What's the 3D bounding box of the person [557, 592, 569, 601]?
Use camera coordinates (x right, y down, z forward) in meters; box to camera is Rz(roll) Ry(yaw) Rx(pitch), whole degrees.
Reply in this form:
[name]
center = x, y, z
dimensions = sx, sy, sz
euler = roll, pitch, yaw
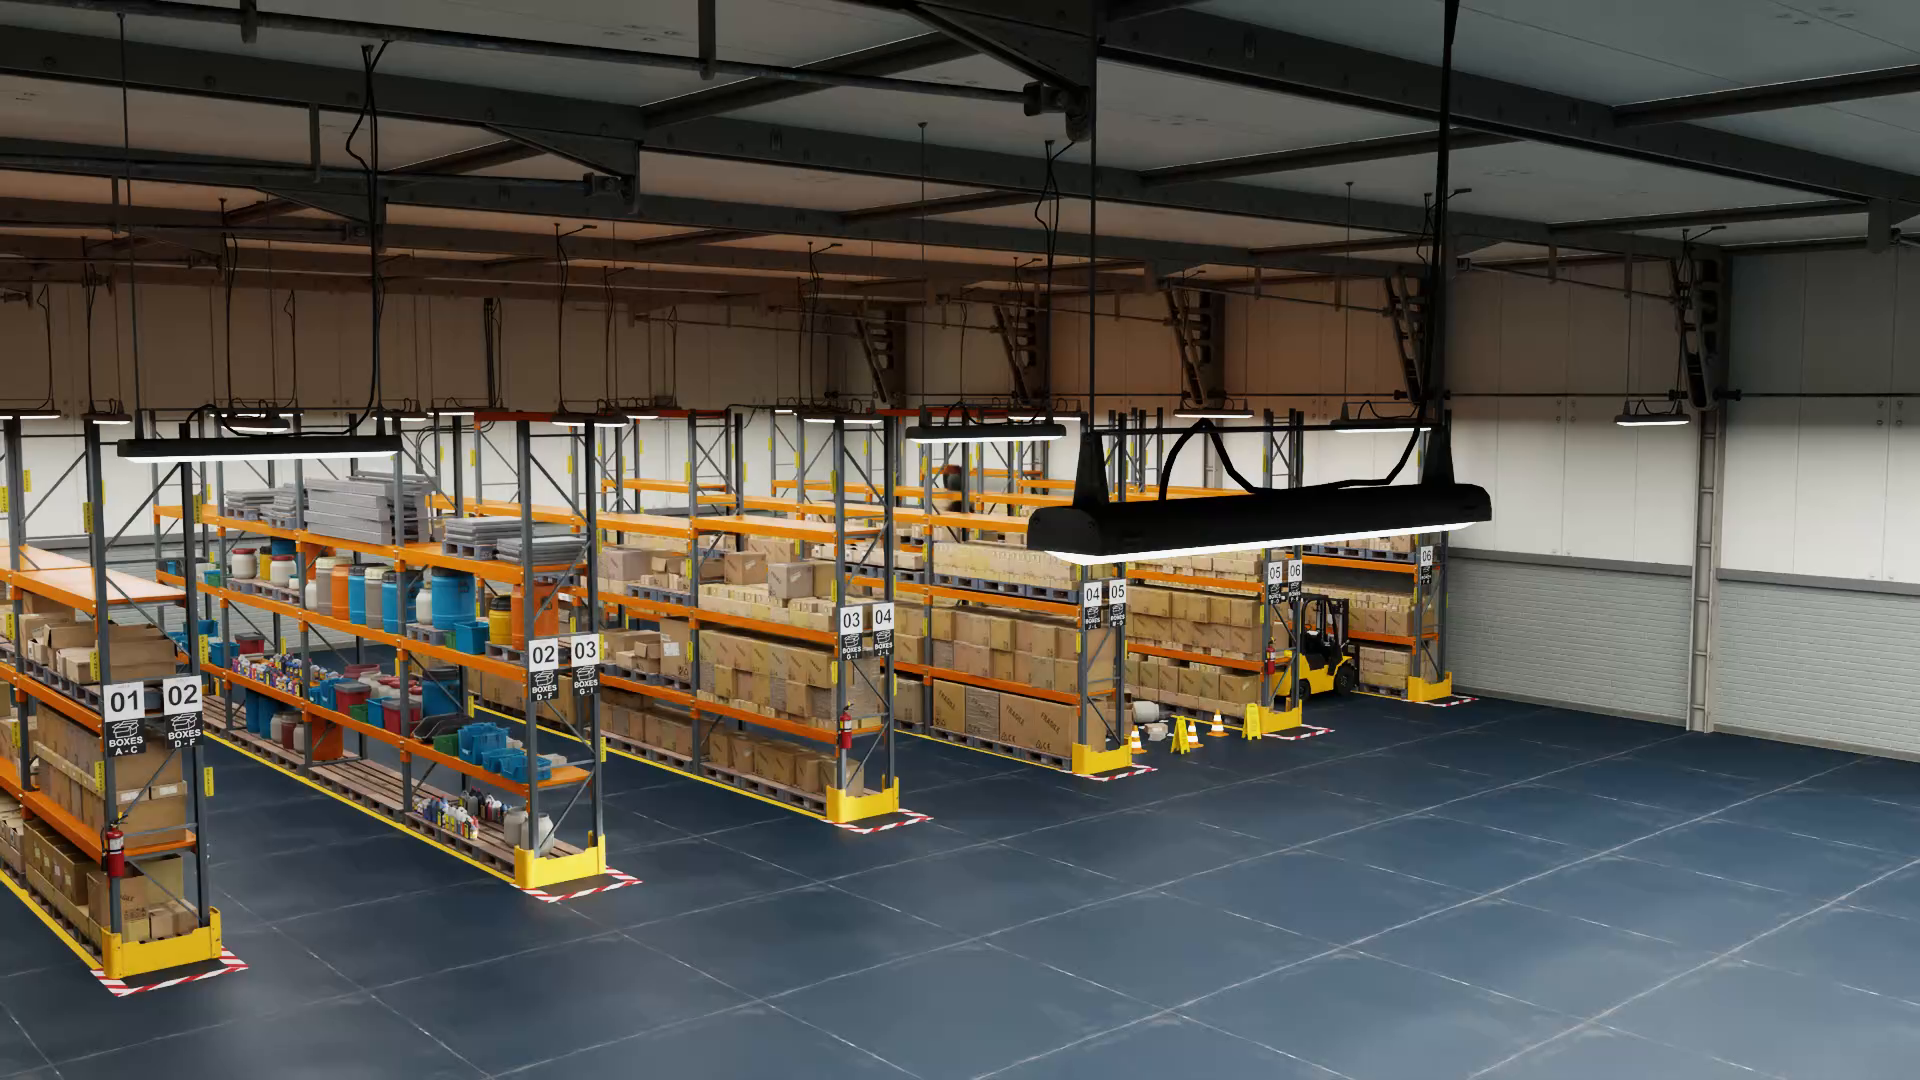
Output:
[person]
center = -10.020, 1.908, 41.138
dimensions = 0.734, 1.761, 0.989
euler = -1, 5, -11
